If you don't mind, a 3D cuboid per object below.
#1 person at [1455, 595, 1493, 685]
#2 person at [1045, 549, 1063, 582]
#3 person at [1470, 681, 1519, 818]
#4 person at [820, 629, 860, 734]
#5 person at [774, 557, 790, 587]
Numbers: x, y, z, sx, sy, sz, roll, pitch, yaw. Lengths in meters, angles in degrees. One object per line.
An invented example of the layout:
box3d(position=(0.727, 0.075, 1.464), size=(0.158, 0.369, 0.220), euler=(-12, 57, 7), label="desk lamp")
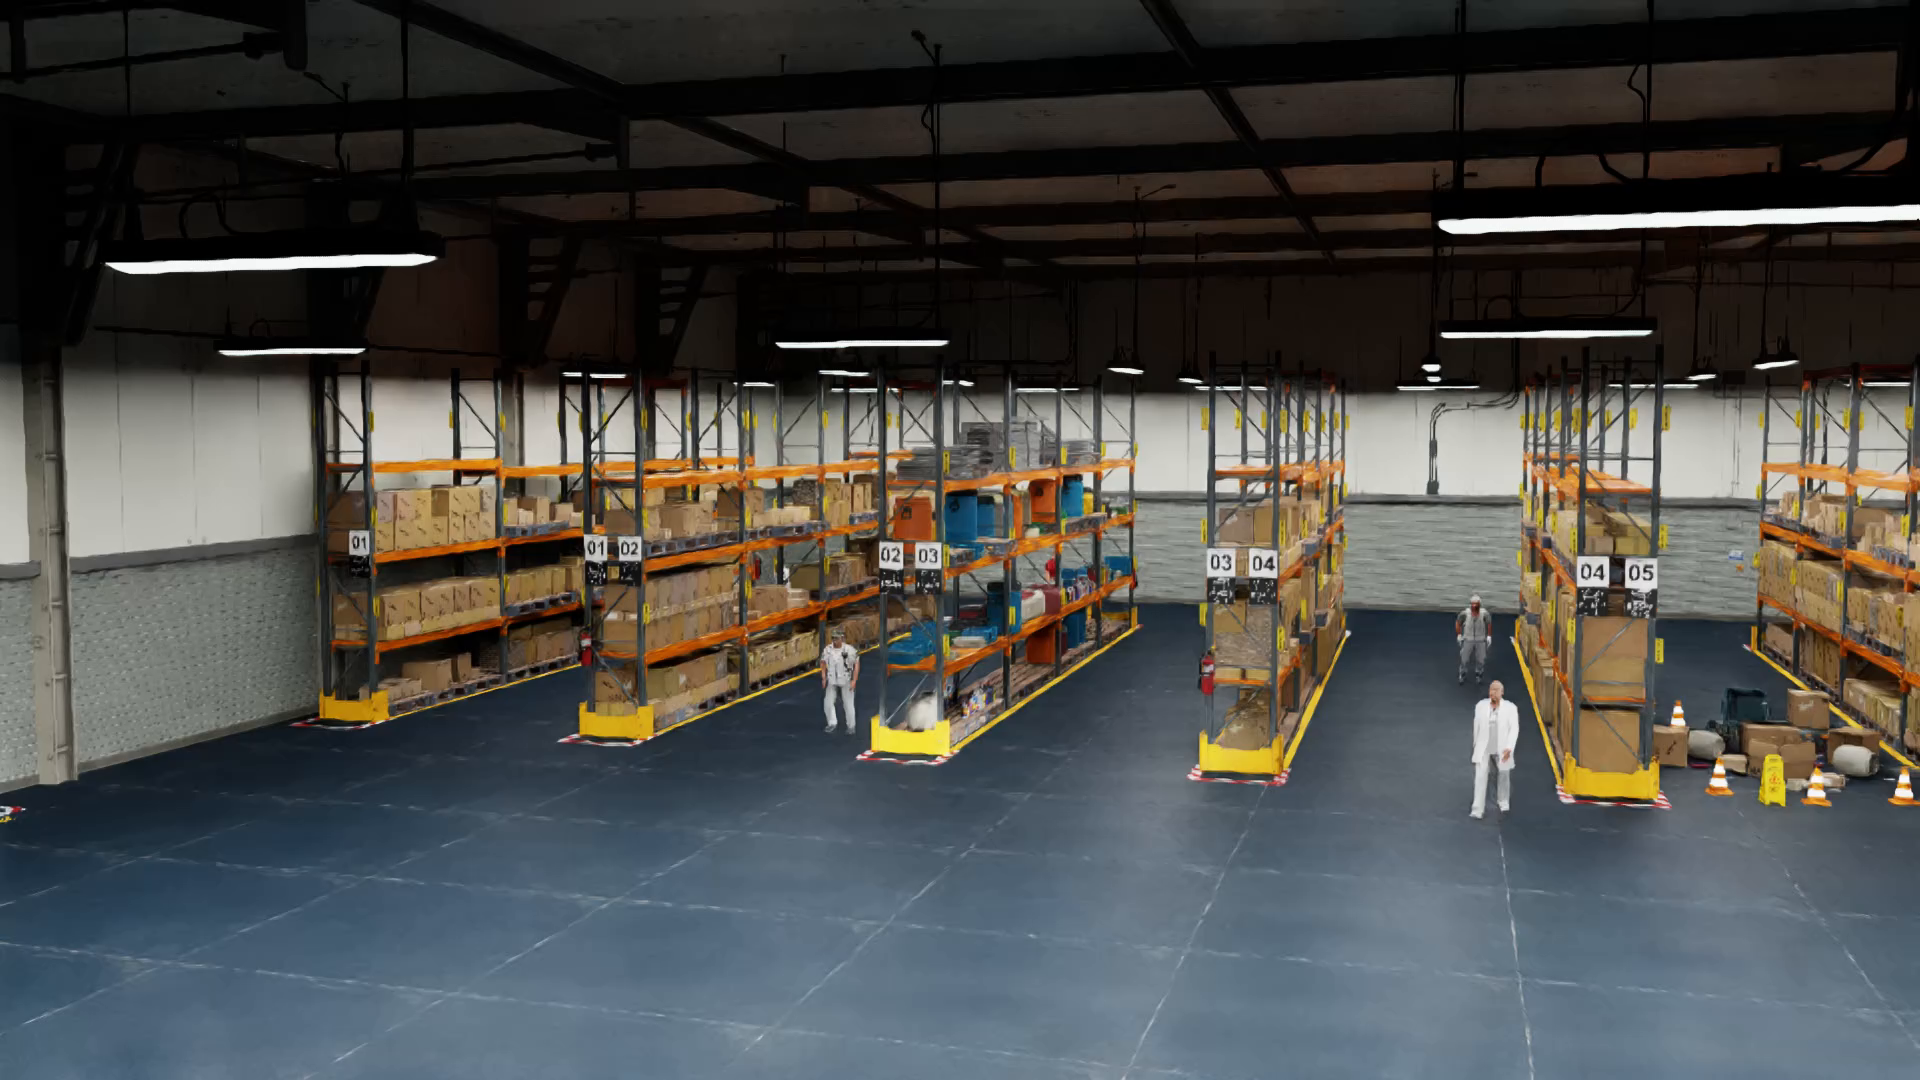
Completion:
box3d(position=(9.721, 1.880, 31.460), size=(0.677, 1.714, 0.551), euler=(1, 4, 15), label="person")
box3d(position=(2.340, 1.090, 42.596), size=(0.712, 1.718, 0.499), euler=(-4, 5, -42), label="person")
box3d(position=(6.764, 2.628, 21.018), size=(0.573, 1.716, 1.102), euler=(2, 4, 25), label="person")
box3d(position=(-1.930, 2.252, 26.631), size=(0.666, 1.708, 0.542), euler=(1, 4, 14), label="person")
box3d(position=(-4.444, 1.220, 41.562), size=(0.502, 1.612, 0.980), euler=(1, 4, 15), label="person")
